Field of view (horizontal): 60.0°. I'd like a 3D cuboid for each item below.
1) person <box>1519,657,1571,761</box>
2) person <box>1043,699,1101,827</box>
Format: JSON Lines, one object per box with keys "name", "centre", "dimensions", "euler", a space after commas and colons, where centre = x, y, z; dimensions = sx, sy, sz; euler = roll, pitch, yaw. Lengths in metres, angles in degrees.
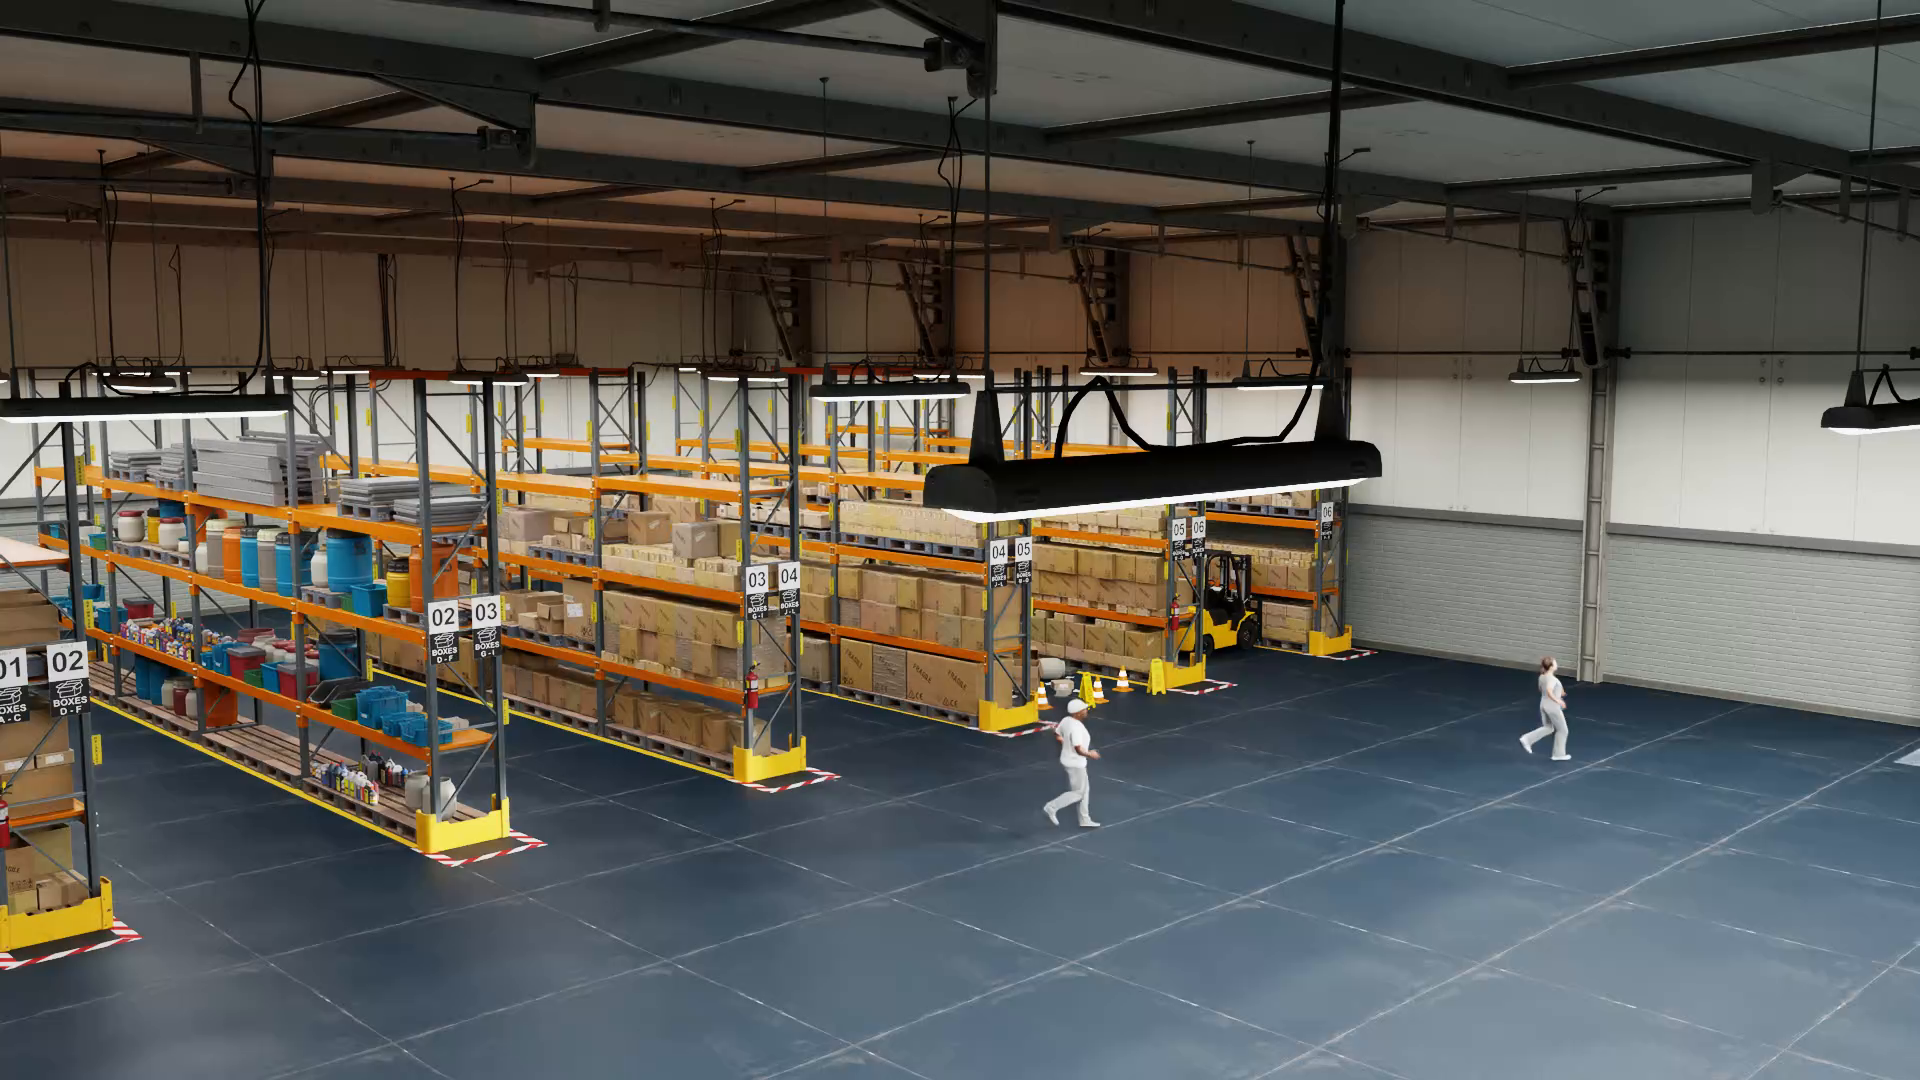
{"name": "person", "centre": [9.113, 2.613, 25.763], "dimensions": [0.802, 1.635, 0.575], "euler": [-1, 6, -6]}
{"name": "person", "centre": [1.474, 2.984, 22.092], "dimensions": [0.862, 1.760, 0.708], "euler": [-2, 7, -15]}
